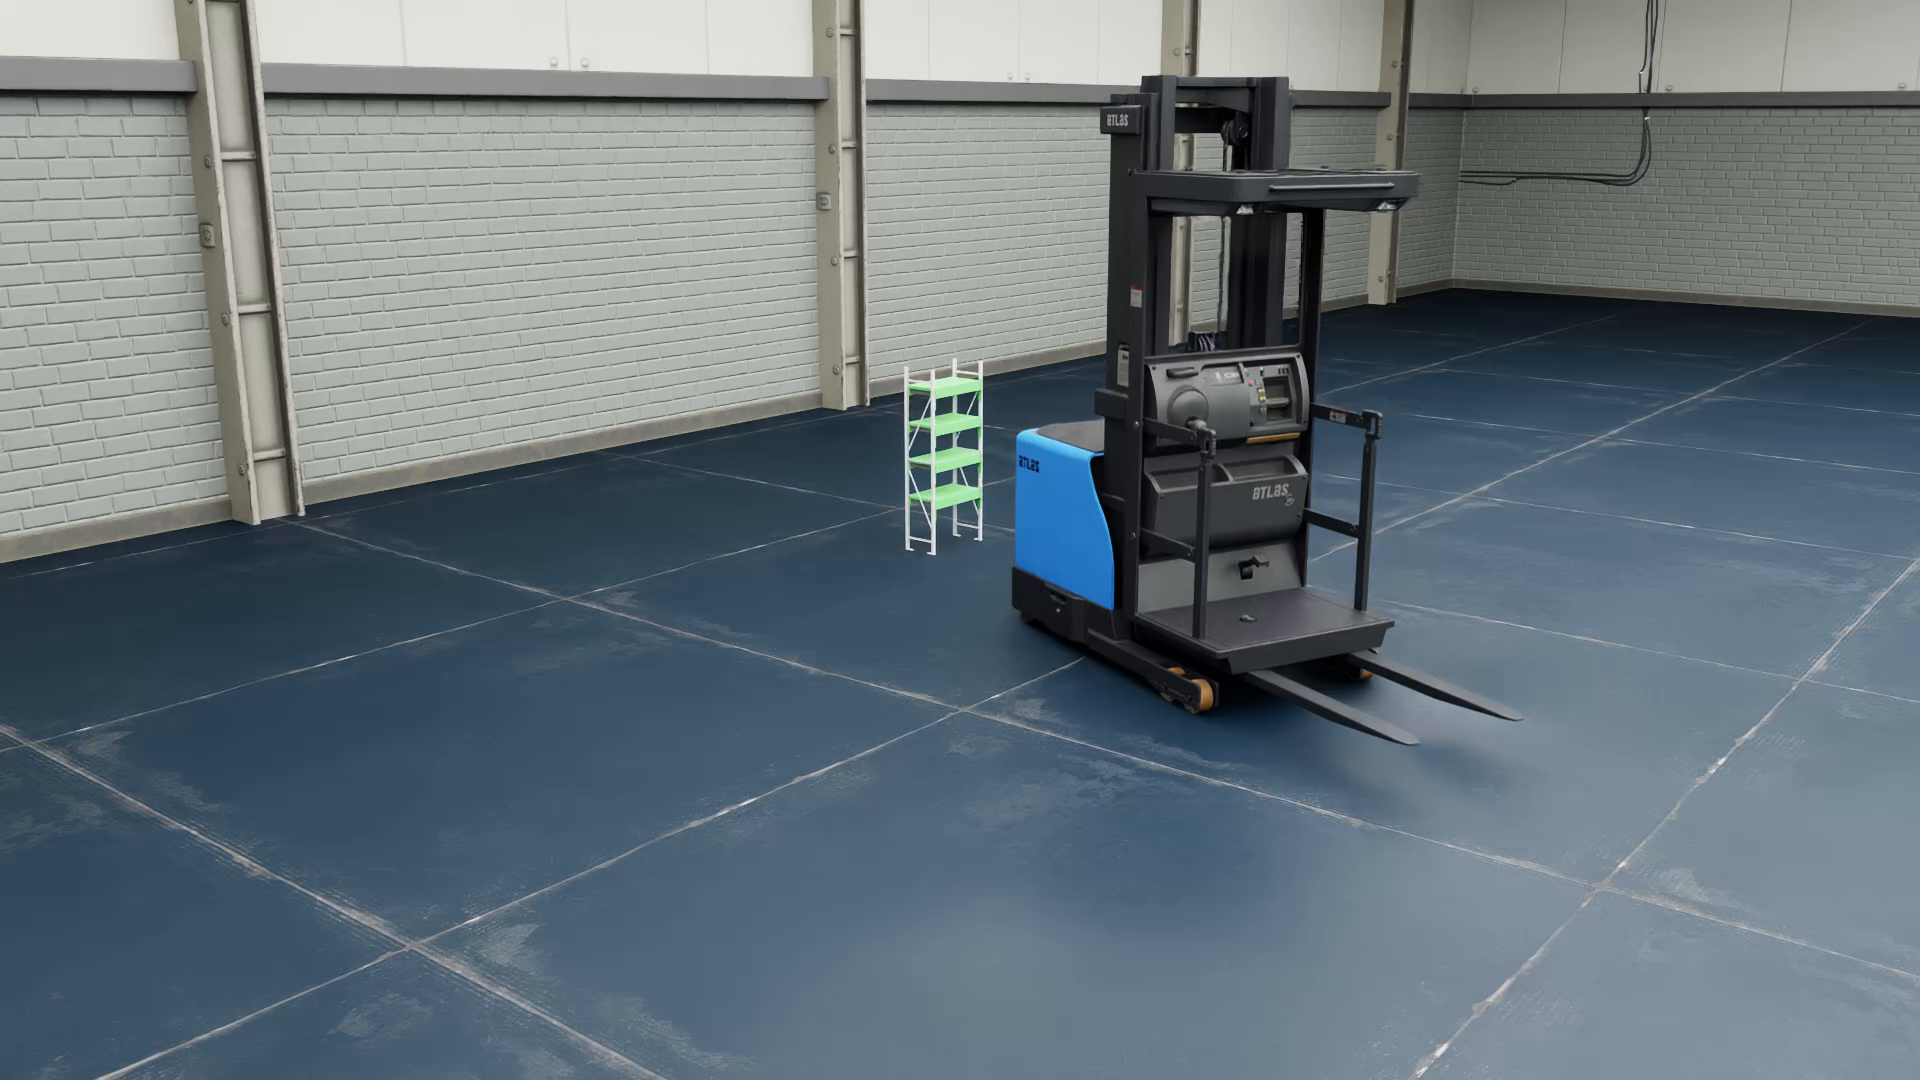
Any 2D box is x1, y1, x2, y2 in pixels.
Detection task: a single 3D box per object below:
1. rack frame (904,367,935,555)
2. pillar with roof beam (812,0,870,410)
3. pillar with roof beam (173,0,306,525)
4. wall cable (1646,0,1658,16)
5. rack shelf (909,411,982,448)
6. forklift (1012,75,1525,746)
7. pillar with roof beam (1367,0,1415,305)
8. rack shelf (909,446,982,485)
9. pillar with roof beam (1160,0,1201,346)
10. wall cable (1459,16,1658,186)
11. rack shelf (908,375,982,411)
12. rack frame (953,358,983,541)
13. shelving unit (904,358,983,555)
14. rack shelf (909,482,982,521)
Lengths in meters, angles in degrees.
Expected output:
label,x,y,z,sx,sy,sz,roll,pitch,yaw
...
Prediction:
label,x,y,z,sx,sy,sz,roll,pitch,yaw
rack frame,-0.257,-0.503,10.666,0.240,1.200,0.015,11,18,38
pillar with roof beam,2.222,-5.010,12.568,9.100,9.000,0.400,11,18,38
pillar with roof beam,-1.549,-3.861,8.045,9.100,9.000,0.400,11,18,38
wall cable,11.400,-8.858,23.765,3.097,2.526,0.112,11,18,38
rack shelf,-0.104,-0.721,10.807,0.258,0.148,0.480,11,18,38
forklift,1.434,-0.724,8.020,1.130,2.935,3.031,-8,16,-27
pillar with roof beam,9.764,-7.308,21.614,9.100,9.000,0.400,11,18,38
rack shelf,-0.104,-0.488,10.866,0.258,0.148,0.480,11,18,38
pillar with roof beam,5.993,-6.159,17.091,9.100,9.000,0.400,11,18,38
wall cable,9.296,-6.829,26.034,3.097,2.526,0.112,11,18,38
rack shelf,-0.104,-0.953,10.748,0.258,0.148,0.480,11,18,38
rack frame,0.049,-0.597,11.034,0.240,1.200,0.015,11,18,38
shelving unit,-0.104,-0.550,10.850,0.258,1.200,0.503,11,18,38
rack shelf,-0.104,-0.255,10.925,0.258,0.148,0.480,11,18,38
